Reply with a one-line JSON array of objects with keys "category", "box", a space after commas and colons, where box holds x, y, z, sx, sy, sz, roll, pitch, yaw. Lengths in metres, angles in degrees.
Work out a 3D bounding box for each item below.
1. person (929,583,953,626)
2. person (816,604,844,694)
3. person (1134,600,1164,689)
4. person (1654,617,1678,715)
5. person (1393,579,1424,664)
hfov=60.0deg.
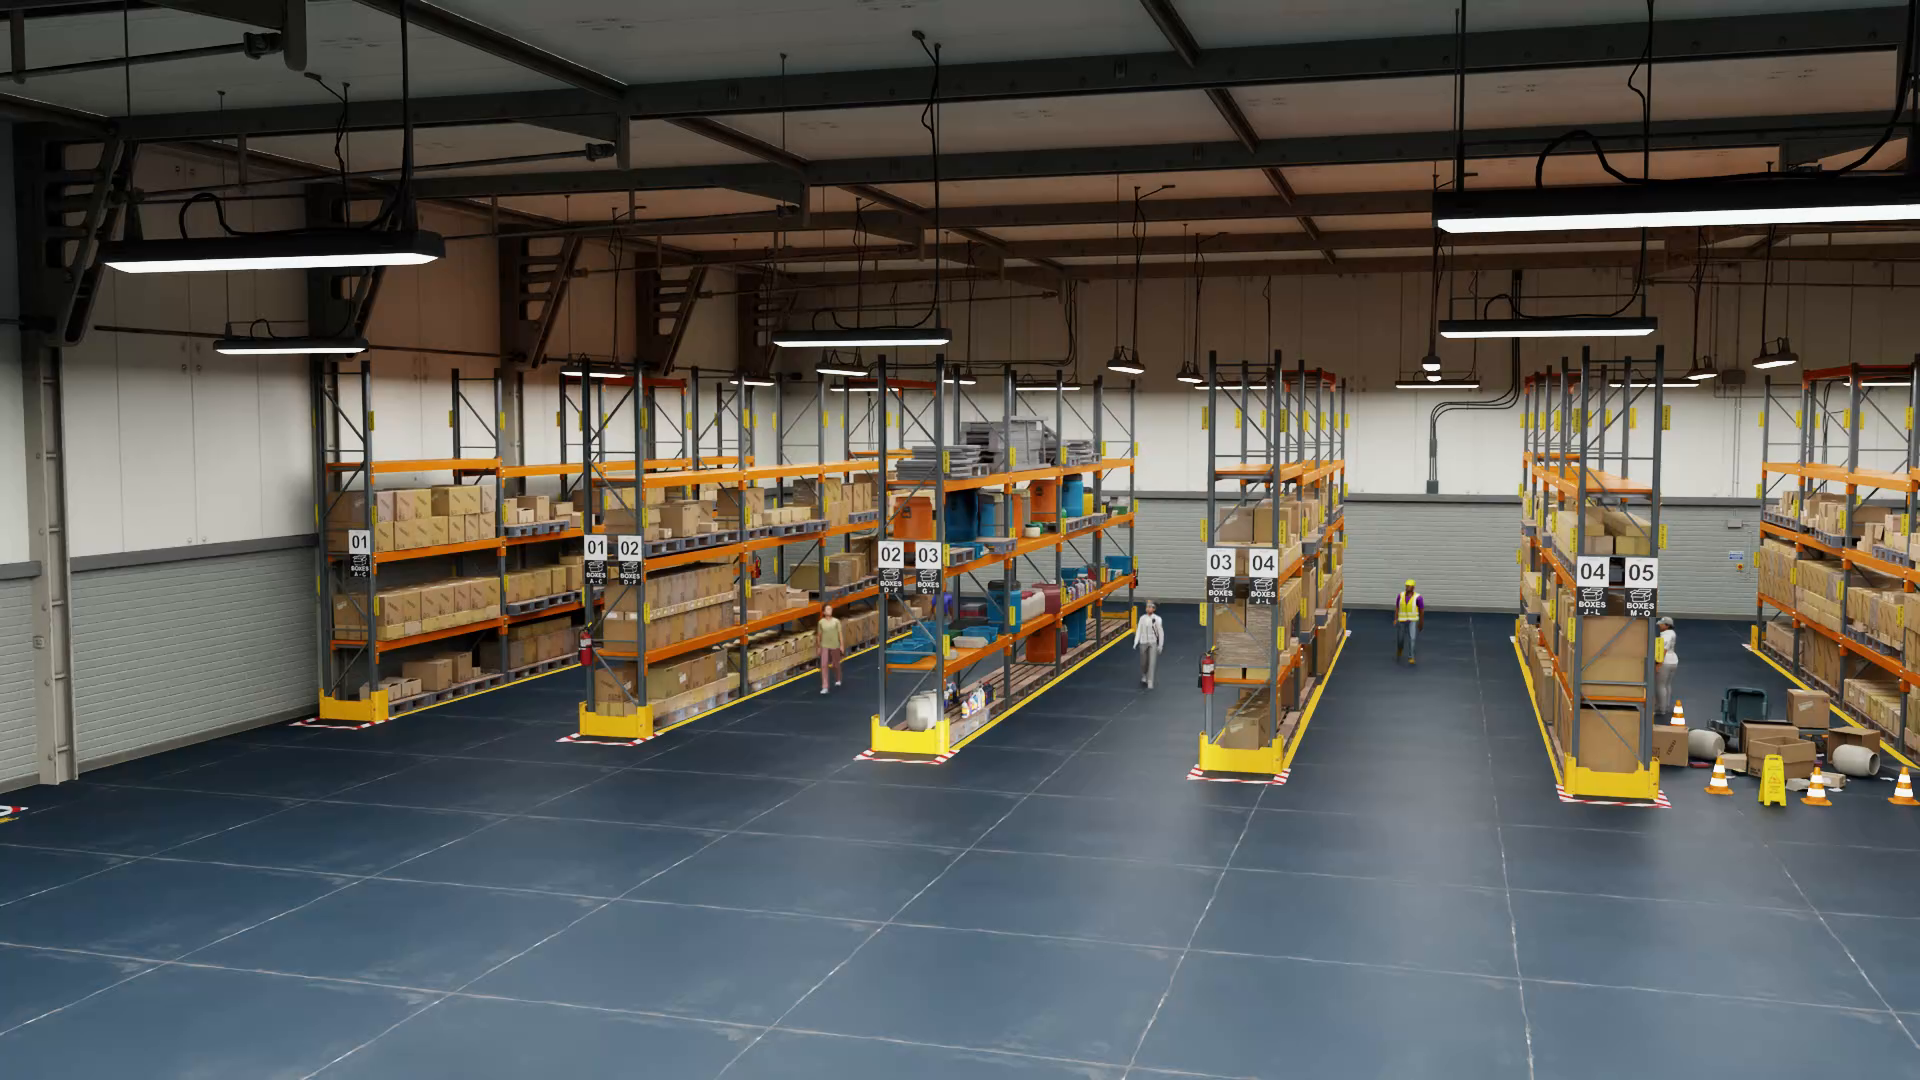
[{"category": "person", "box": [-0.385, 1.682, 35.208, 0.469, 1.607, 0.942, 1, 4, 20]}, {"category": "person", "box": [-2.395, 1.987, 30.661, 0.540, 1.621, 0.961, 0, 4, 5]}, {"category": "person", "box": [3.559, 1.941, 31.282, 0.555, 1.646, 0.952, 1, 4, 10]}, {"category": "person", "box": [12.032, 2.142, 28.511, 0.554, 1.670, 0.489, -3, 5, -40]}, {"category": "person", "box": [9.304, 1.668, 34.494, 0.618, 1.723, 0.856, 1, 4, 13]}]
